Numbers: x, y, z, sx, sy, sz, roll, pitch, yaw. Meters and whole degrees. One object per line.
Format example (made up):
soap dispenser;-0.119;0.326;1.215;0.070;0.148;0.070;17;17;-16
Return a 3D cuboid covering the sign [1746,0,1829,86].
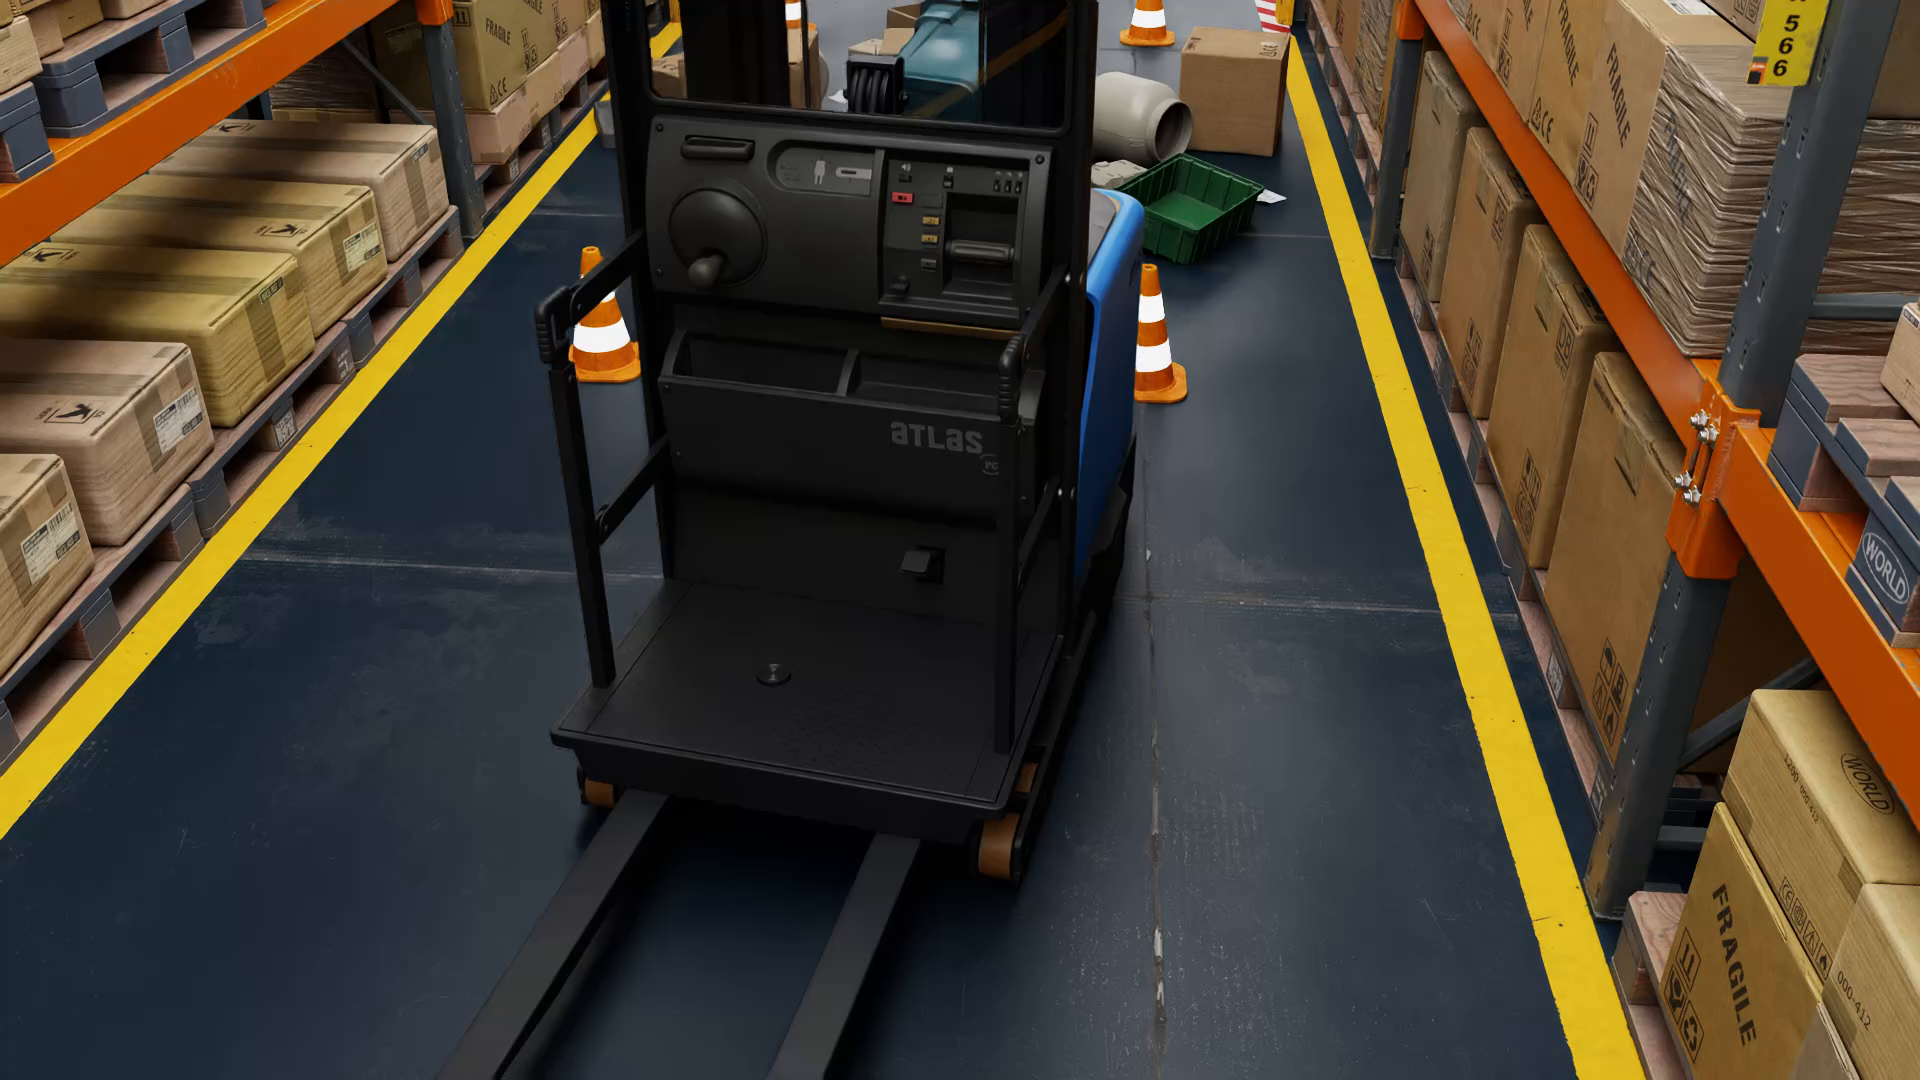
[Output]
sign;1.410;-0.925;2.788;0.100;0.325;0.005;2;32;4

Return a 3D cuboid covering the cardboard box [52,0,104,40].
cardboard box;-2.673;-1.512;4.683;0.380;0.149;0.250;4;32;6

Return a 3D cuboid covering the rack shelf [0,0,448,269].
rack shelf;-2.816;-1.308;5.199;1.077;0.370;4.000;2;32;4

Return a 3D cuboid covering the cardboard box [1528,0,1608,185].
cardboard box;1.815;-1.222;4.278;0.500;0.500;0.500;2;32;3

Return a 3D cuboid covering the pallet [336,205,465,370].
pallet;-2.715;-1.066;6.778;1.003;0.211;1.213;2;32;4

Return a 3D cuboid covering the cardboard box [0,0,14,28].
cardboard box;-2.676;-1.415;3.907;0.500;0.500;0.500;4;32;7

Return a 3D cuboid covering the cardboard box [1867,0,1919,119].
cardboard box;2.010;-1.113;3.148;0.700;0.500;0.500;2;32;4

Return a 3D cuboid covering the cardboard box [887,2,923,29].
cardboard box;0.053;-2.662;9.091;0.797;0.503;0.637;-20;37;-29

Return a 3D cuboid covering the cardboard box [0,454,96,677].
cardboard box;-2.923;0.076;4.371;0.950;0.372;0.625;0;32;1

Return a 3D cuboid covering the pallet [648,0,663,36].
pallet;-2.435;-3.102;10.082;1.003;0.211;1.213;2;32;4

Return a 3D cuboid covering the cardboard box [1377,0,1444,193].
cardboard box;2.410;-2.102;7.426;0.875;0.875;0.875;3;32;5

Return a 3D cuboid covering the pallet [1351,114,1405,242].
pallet;2.429;-1.709;7.822;1.003;0.211;1.213;2;32;4

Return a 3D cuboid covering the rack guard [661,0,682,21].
rack guard;-2.333;-3.648;10.693;1.175;0.500;0.348;2;32;4

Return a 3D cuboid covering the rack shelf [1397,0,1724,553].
rack shelf;2.126;-1.150;4.942;1.077;0.370;4.000;2;32;4

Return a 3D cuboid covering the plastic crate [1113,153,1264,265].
plastic crate;0.997;-1.476;7.411;0.450;0.188;0.662;29;41;23

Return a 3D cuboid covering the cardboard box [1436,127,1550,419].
cardboard box;2.246;-0.890;5.579;1.050;0.750;0.750;2;32;4

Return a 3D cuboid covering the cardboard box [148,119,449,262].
cardboard box;-2.693;-1.446;6.842;0.950;0.372;0.625;3;32;5

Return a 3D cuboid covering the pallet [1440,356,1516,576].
pallet;2.204;-0.268;5.484;1.003;0.211;1.213;2;32;4

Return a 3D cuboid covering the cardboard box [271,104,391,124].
cardboard box;-2.873;-1.989;7.839;0.500;0.250;0.500;4;32;6

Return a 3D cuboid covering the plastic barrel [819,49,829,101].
plastic barrel;-0.986;-2.510;8.920;0.512;0.421;0.421;27;41;37

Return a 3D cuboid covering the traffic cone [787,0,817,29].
traffic cone;-1.077;-3.392;10.313;0.336;0.463;0.334;2;32;4

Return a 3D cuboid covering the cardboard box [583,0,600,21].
cardboard box;-2.220;-3.113;8.947;0.500;0.500;0.500;2;32;3

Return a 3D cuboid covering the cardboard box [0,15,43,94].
cardboard box;-2.599;-1.233;4.231;0.380;0.149;0.250;3;32;4

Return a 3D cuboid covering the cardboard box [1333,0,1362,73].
cardboard box;2.556;-3.050;8.965;0.875;0.875;0.875;2;32;3

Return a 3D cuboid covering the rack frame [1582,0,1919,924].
rack frame;1.963;-0.410;3.056;1.000;3.000;0.127;2;32;4

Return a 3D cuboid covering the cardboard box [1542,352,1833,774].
cardboard box;2.103;0.054;4.047;1.050;0.750;0.750;2;32;3

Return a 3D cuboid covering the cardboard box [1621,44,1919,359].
cardboard box;1.732;-0.700;3.431;0.500;0.500;0.500;2;32;4

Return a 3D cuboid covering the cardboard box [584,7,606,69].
cardboard box;-2.212;-2.781;9.125;0.500;0.250;0.500;1;32;2

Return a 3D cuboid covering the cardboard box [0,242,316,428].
cardboard box;-2.803;-0.706;5.641;0.950;0.372;0.625;3;32;6

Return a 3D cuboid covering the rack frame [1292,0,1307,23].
rack frame;2.615;-4.593;9.844;1.000;3.000;0.127;2;32;4

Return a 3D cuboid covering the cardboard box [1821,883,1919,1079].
cardboard box;1.625;0.772;2.406;0.500;0.250;0.500;2;32;3

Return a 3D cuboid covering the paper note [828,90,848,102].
paper note;-0.639;-2.466;9.233;0.148;0.019;0.142;14;34;21

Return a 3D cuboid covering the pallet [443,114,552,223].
pallet;-2.633;-1.826;8.011;1.003;0.211;1.213;2;32;4

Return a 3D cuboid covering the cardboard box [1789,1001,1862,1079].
cardboard box;1.614;1.097;2.592;0.500;0.500;0.500;3;32;5

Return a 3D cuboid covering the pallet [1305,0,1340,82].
pallet;2.627;-2.985;9.892;1.003;0.211;1.213;2;32;4

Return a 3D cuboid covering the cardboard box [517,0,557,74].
cardboard box;-2.304;-2.565;8.059;0.500;0.500;0.500;4;32;6

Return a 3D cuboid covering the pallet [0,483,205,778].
pallet;-2.913;0.210;4.708;1.003;0.211;1.213;2;32;4

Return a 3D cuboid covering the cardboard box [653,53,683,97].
cardboard box;-1.209;-2.099;8.177;0.500;0.500;0.500;27;41;37

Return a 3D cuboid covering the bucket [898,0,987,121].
bucket;0.002;-1.925;7.185;0.726;0.611;0.620;14;44;21

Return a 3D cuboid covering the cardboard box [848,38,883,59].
cardboard box;-0.421;-2.767;9.598;0.380;0.149;0.250;20;37;29

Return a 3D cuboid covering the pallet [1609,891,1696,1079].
pallet;1.898;1.186;3.125;1.003;0.211;1.213;2;32;4

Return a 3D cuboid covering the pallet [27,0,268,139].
pallet;-2.858;-1.524;5.046;1.003;0.211;1.213;2;32;4

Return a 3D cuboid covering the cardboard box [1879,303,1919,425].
cardboard box;1.726;-0.256;2.646;0.380;0.149;0.250;2;32;3

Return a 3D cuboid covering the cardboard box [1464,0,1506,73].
cardboard box;1.894;-1.755;5.144;0.500;0.500;0.500;2;32;4

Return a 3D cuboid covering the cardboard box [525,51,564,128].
cardboard box;-2.304;-2.245;8.254;0.500;0.250;0.500;4;32;7

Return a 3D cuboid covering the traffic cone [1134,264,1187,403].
traffic cone;0.675;-0.785;6.082;0.336;0.463;0.334;2;32;4

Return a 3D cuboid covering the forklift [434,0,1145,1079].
forklift;-0.312;-0.669;3.541;1.130;2.935;3.031;8;32;12

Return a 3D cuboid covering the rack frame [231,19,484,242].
rack frame;-2.653;-2.660;6.707;1.000;3.000;0.127;2;32;4
